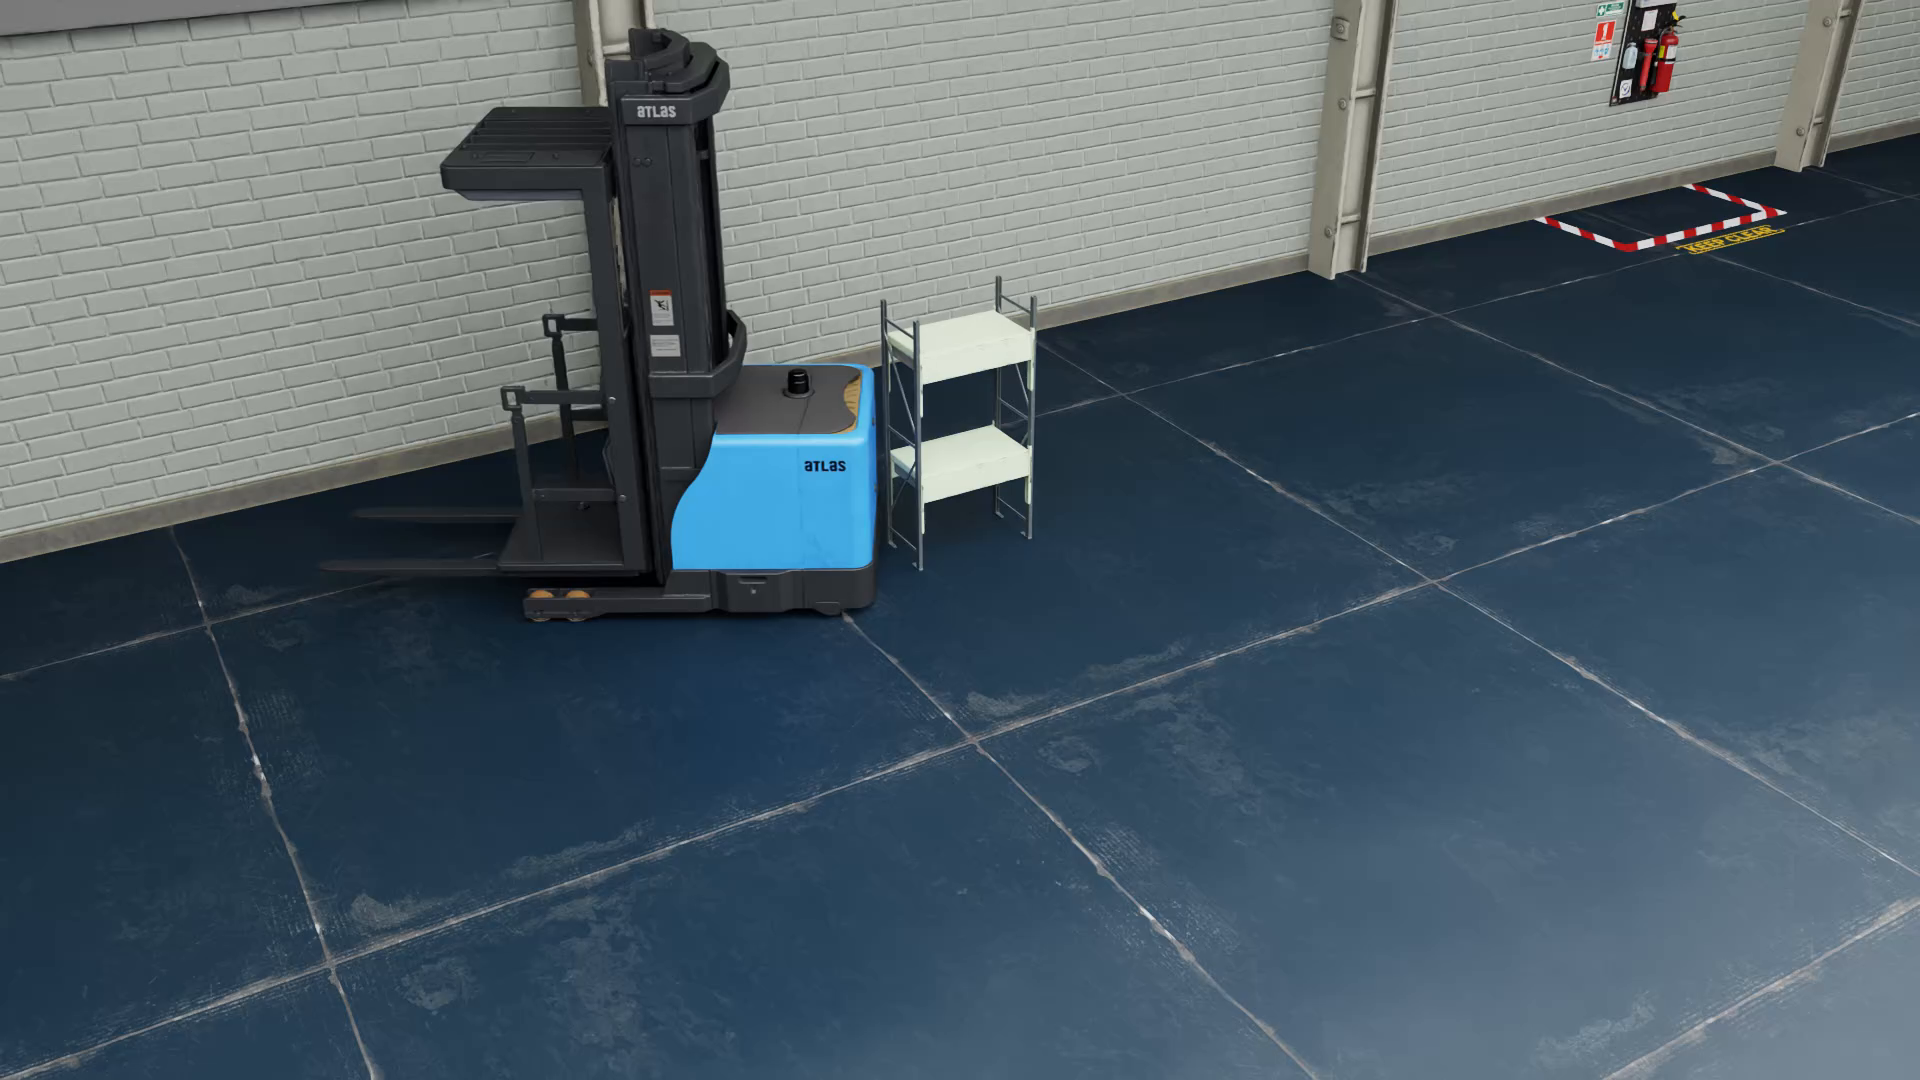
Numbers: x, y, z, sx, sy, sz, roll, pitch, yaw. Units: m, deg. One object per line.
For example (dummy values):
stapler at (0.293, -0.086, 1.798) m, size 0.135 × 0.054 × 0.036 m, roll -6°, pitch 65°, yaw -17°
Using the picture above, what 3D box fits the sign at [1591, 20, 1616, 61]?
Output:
sign at (5.614, -4.359, 14.507) m, size 0.234 × 0.329 × 0.001 m, roll -16°, pitch 33°, yaw -26°

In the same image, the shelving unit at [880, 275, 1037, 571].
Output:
shelving unit at (-0.006, -0.655, 9.385) m, size 0.755 × 1.500 × 0.431 m, roll -16°, pitch 33°, yaw -26°

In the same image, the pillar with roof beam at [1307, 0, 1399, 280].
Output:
pillar with roof beam at (5.301, -4.389, 8.390) m, size 0.400 × 9.000 × 9.100 m, roll -16°, pitch 33°, yaw -26°

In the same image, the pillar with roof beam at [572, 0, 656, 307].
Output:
pillar with roof beam at (0.128, -2.920, 5.728) m, size 0.400 × 9.000 × 9.100 m, roll -16°, pitch 33°, yaw -26°

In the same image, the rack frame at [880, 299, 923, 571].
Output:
rack frame at (-0.321, -0.565, 9.222) m, size 0.023 × 1.500 × 0.400 m, roll -16°, pitch 33°, yaw -26°

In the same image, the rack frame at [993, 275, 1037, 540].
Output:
rack frame at (0.310, -0.745, 9.547) m, size 0.023 × 1.500 × 0.400 m, roll -16°, pitch 33°, yaw -26°

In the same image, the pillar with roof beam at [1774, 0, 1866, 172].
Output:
pillar with roof beam at (10.474, -5.858, 11.051) m, size 0.400 × 9.000 × 9.100 m, roll -16°, pitch 33°, yaw -26°

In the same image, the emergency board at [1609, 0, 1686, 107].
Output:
emergency board at (6.143, -4.436, 14.683) m, size 0.643 × 1.169 × 0.194 m, roll -16°, pitch 33°, yaw -26°

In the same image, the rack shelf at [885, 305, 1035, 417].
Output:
rack shelf at (-0.006, -0.997, 9.196) m, size 0.720 × 0.370 × 0.431 m, roll -16°, pitch 33°, yaw -26°

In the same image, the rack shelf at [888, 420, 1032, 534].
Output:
rack shelf at (-0.006, -0.370, 9.542) m, size 0.720 × 0.370 × 0.431 m, roll -16°, pitch 33°, yaw -26°

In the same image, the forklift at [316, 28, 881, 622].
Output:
forklift at (-1.978, -1.101, 8.711) m, size 3.031 × 2.935 × 1.130 m, roll 0°, pitch 29°, yaw 0°

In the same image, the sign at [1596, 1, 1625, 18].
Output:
sign at (5.623, -4.588, 14.374) m, size 0.331 × 0.109 × 0.001 m, roll -16°, pitch 33°, yaw -26°

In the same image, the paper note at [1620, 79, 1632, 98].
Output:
paper note at (5.956, -4.035, 14.869) m, size 0.142 × 0.148 × 0.016 m, roll -16°, pitch 33°, yaw -26°
